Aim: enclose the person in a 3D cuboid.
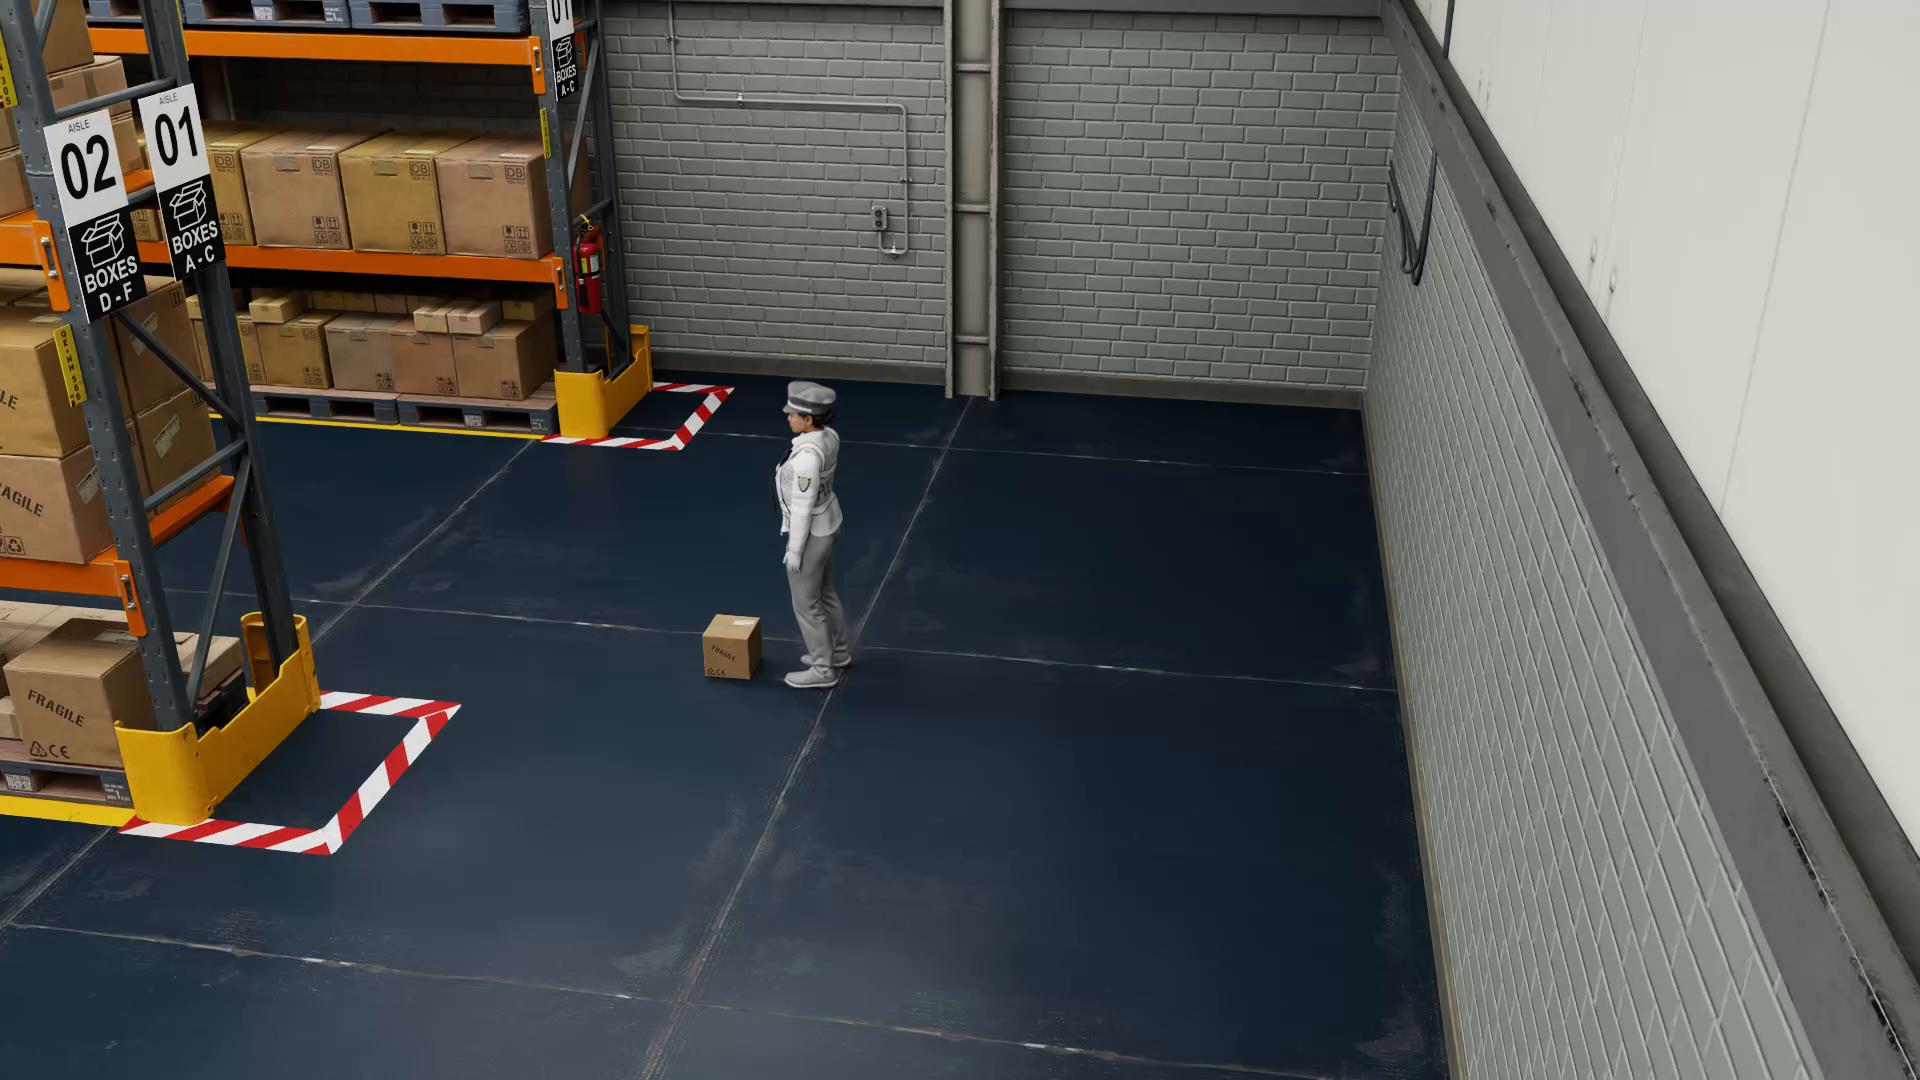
[{"bbox_3d":[-0.783,-0.012,8.644,0.333,1.689,0.468,5,25,10],"label":"person"}]
